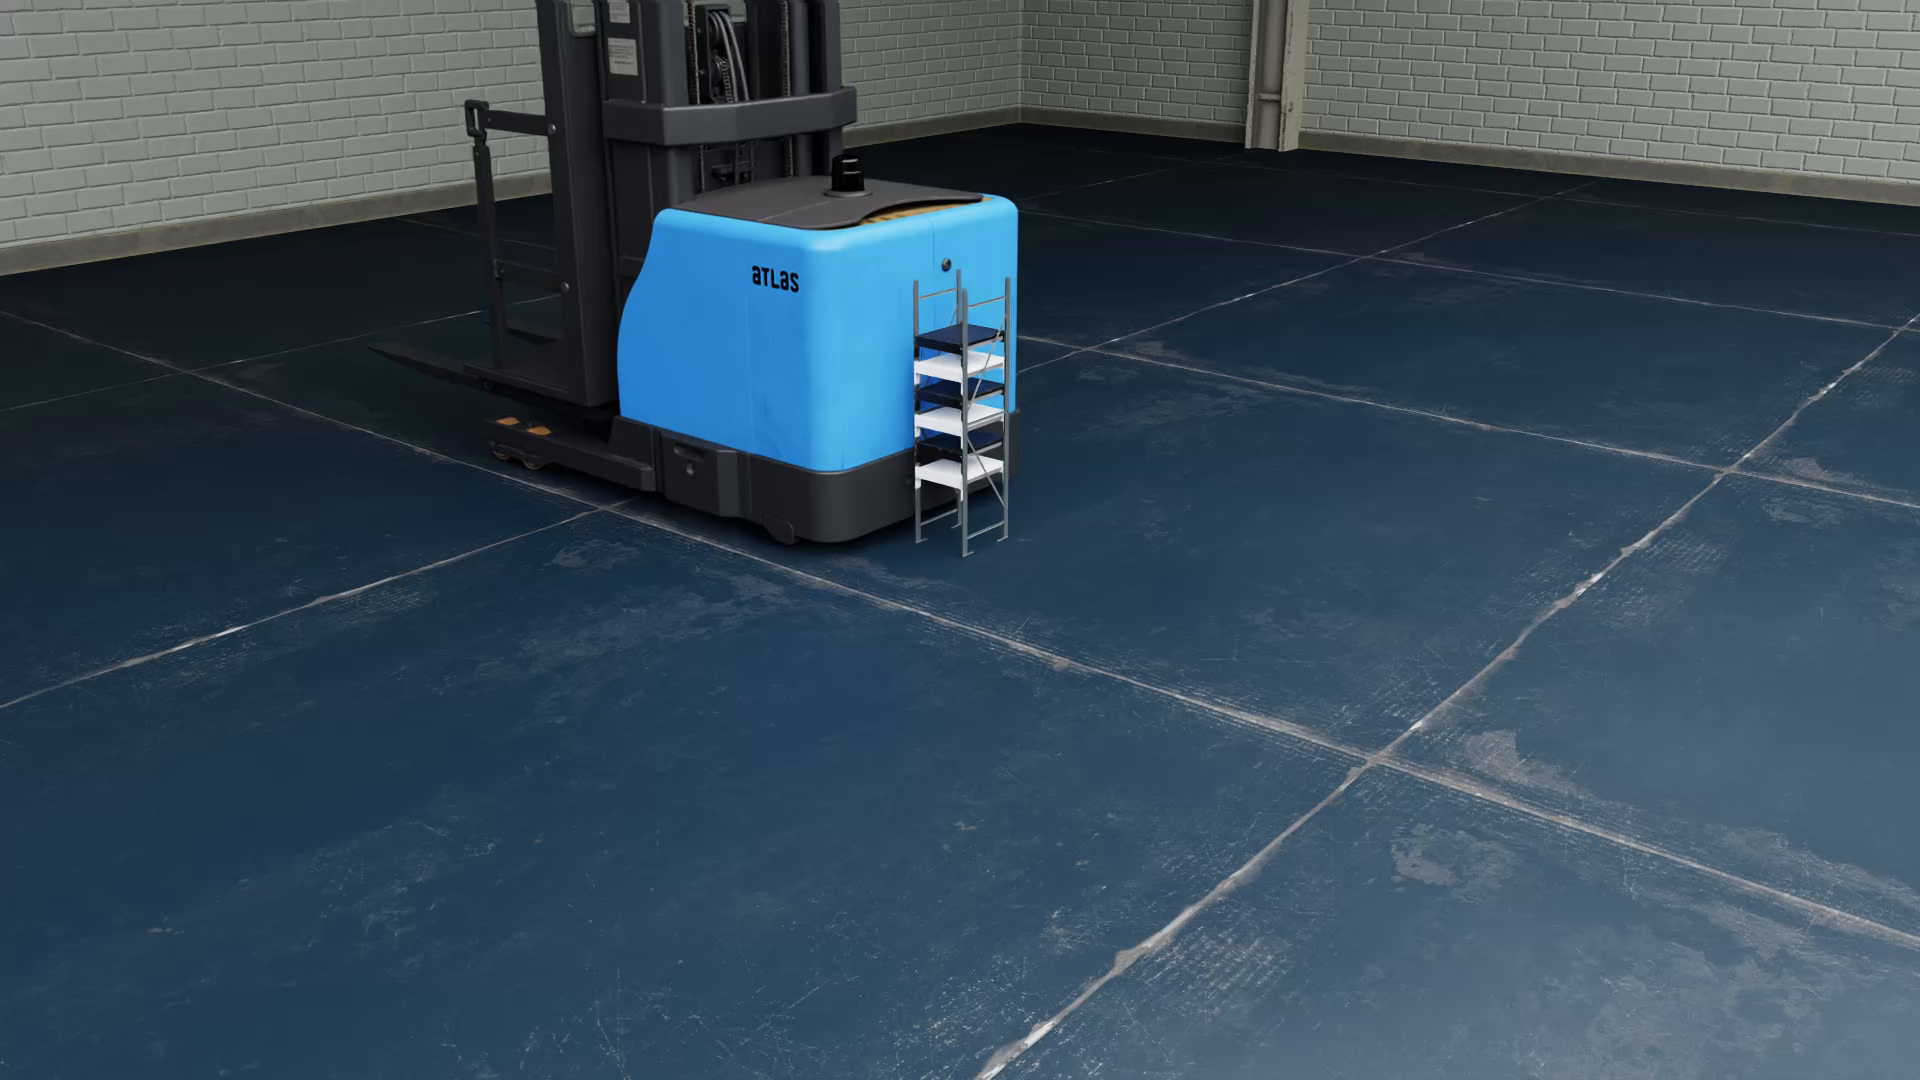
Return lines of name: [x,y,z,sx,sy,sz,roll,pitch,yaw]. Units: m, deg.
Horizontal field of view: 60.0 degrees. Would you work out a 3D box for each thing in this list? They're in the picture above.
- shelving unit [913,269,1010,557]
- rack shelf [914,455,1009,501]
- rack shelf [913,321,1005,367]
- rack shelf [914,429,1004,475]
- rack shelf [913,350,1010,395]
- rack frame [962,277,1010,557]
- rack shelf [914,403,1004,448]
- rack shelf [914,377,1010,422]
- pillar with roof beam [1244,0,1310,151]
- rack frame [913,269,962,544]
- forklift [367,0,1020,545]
shelving unit: [0.006,-0.419,5.505,0.210,0.900,0.258,16,26,36]
rack shelf: [0.006,-0.220,5.580,0.200,0.077,0.258,16,26,36]
rack shelf: [0.006,-0.641,5.421,0.200,0.077,0.258,16,26,36]
rack shelf: [0.006,-0.304,5.548,0.200,0.077,0.258,16,26,36]
rack shelf: [0.006,-0.556,5.453,0.200,0.077,0.258,16,26,36]
rack frame: [0.085,-0.397,5.444,0.006,0.900,0.240,16,26,36]
rack shelf: [0.006,-0.388,5.516,0.200,0.077,0.258,16,26,36]
rack shelf: [0.006,-0.472,5.485,0.200,0.077,0.258,16,26,36]
pillar with roof beam: [0.114,-6.600,10.417,0.400,9.000,9.100,16,26,36]
rack frame: [-0.072,-0.442,5.565,0.006,0.900,0.240,16,26,36]
forklift: [-1.235,-1.765,6.195,3.031,2.935,1.130,17,26,37]
